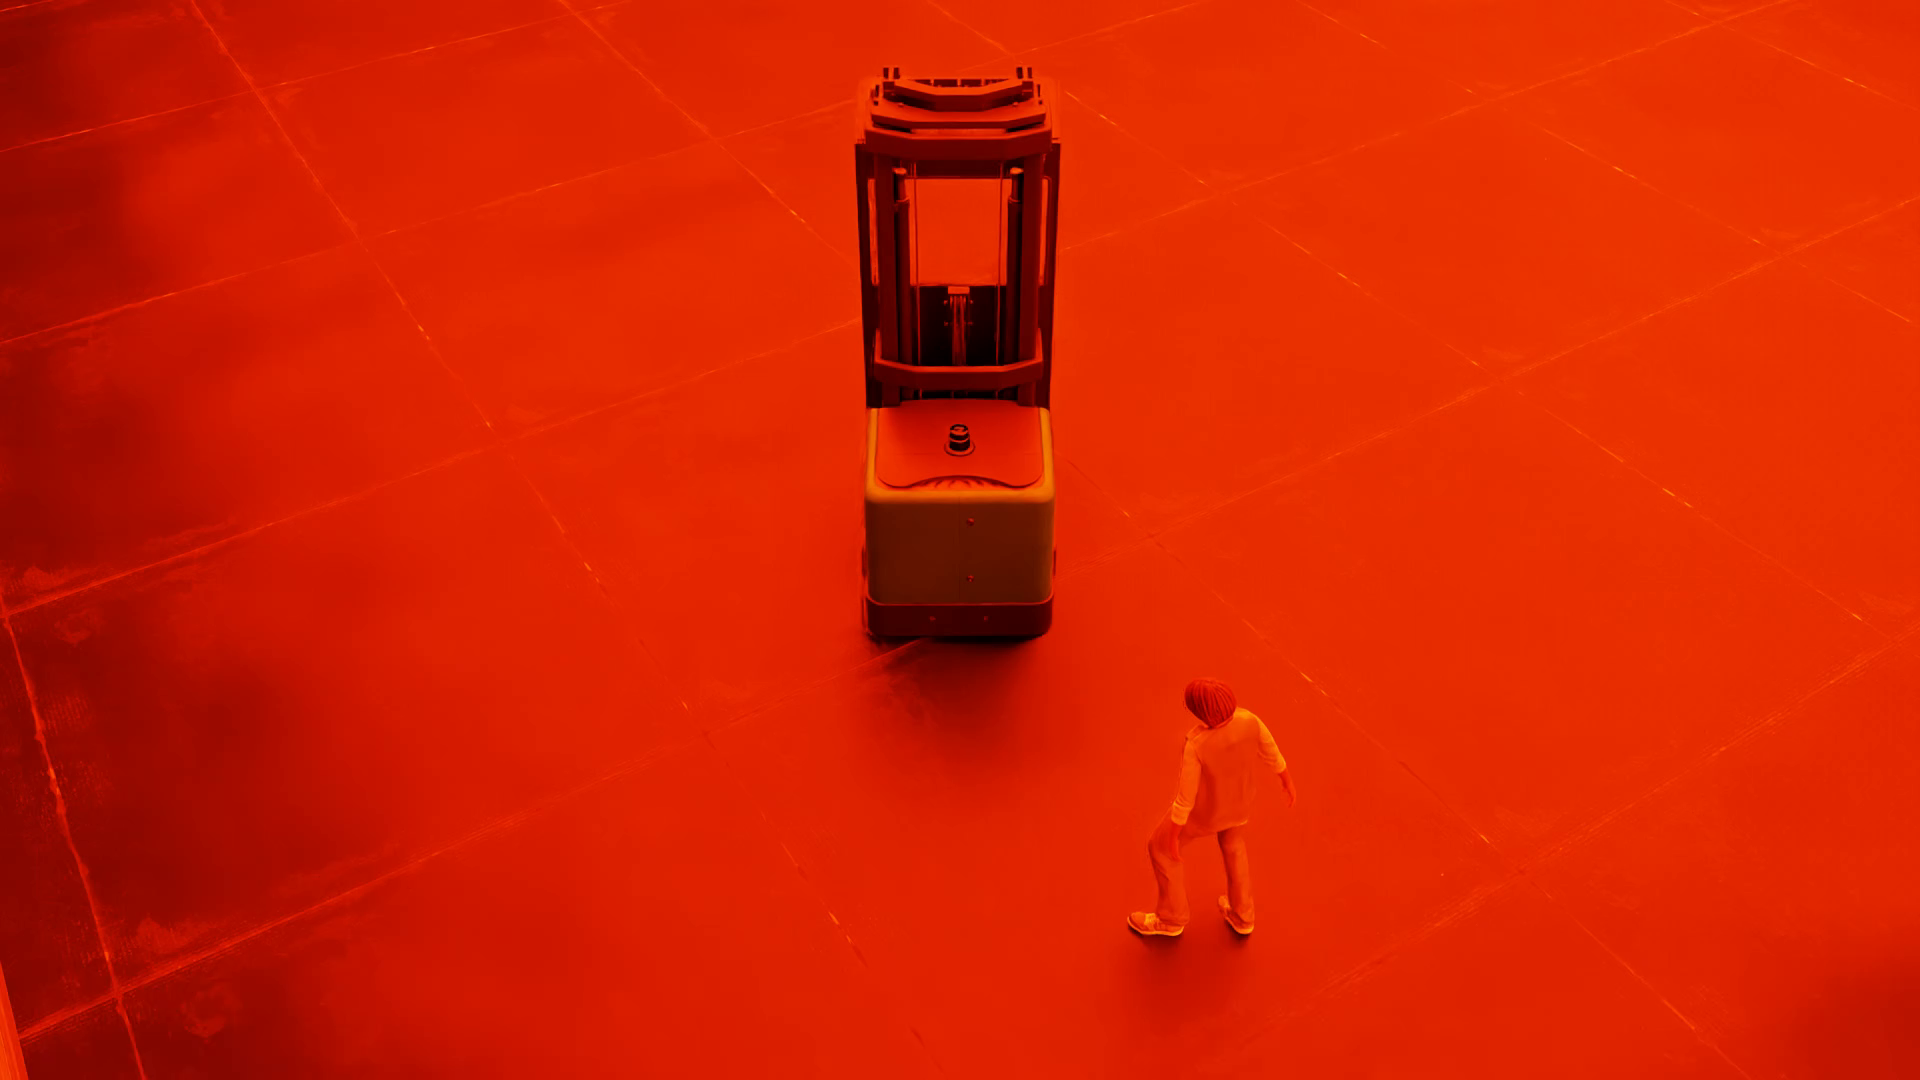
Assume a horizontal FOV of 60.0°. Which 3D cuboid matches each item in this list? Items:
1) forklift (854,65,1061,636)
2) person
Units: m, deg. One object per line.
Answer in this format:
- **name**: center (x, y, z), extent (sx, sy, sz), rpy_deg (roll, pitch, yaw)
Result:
- **forklift**: center (-0.015, -1.507, 9.595), extent (1.130, 2.935, 3.031), rpy_deg (0, 41, 0)
- **person**: center (1.179, 1.236, 7.539), extent (0.744, 1.569, 0.414), rpy_deg (-15, 43, -17)
